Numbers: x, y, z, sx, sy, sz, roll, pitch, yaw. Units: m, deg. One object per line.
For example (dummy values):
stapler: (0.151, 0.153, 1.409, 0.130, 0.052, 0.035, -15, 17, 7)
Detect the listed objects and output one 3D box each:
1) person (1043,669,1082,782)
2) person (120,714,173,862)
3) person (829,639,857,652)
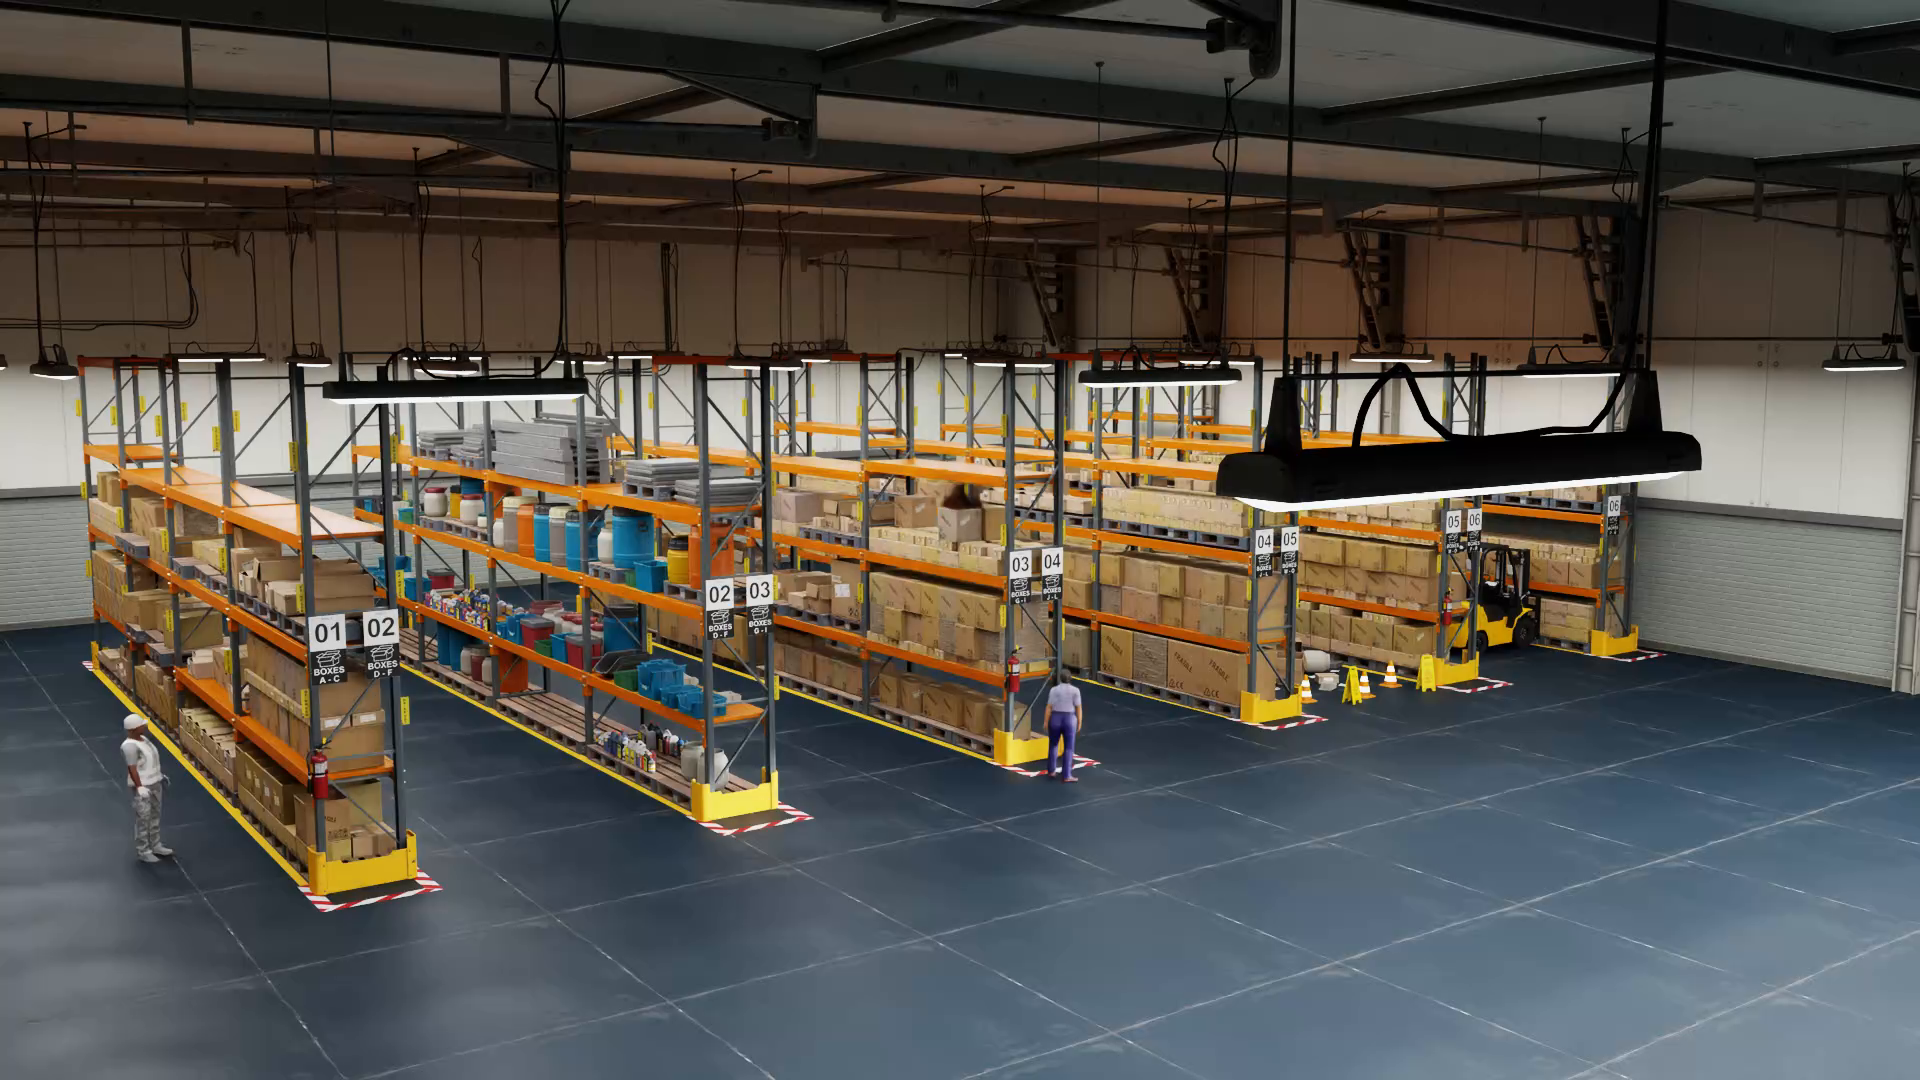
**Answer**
person: (1.483, 2.645, 23.929, 0.552, 1.621, 0.558, 2, 7, 15)
person: (-9.949, 3.007, 20.362, 0.510, 1.810, 0.618, 0, 7, 4)
person: (-2.261, 1.544, 32.595, 0.587, 1.678, 1.033, -4, 8, -31)
